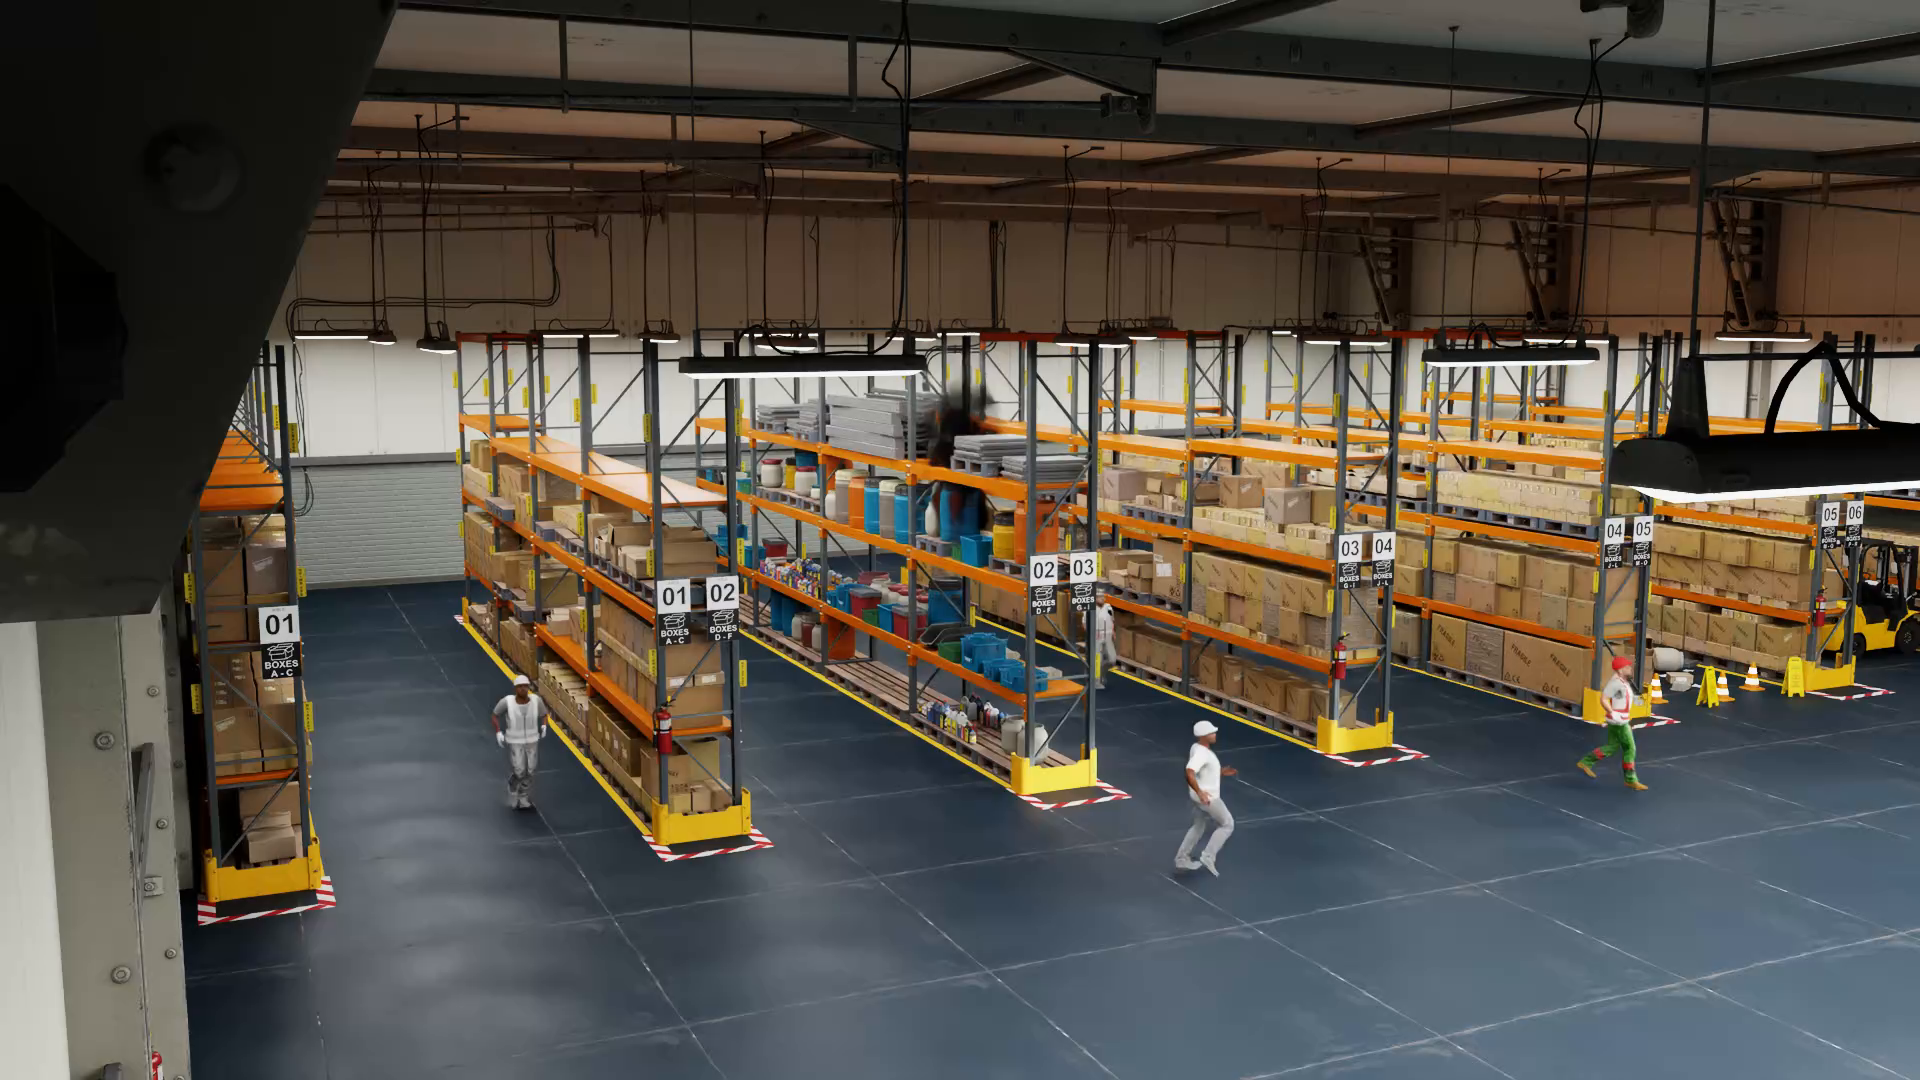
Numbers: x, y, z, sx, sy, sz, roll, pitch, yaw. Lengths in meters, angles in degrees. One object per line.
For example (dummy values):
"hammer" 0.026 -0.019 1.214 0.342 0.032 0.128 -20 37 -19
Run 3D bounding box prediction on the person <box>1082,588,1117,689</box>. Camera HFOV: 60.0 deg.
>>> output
"person" 2.405 1.677 28.137 0.638 1.737 0.559 -3 8 -22

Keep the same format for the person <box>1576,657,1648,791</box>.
"person" 8.804 2.442 22.352 0.922 1.795 0.619 3 8 18

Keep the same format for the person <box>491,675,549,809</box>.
"person" -5.577 2.596 21.291 0.685 1.744 0.604 -5 9 -31

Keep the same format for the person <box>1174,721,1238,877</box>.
"person" 2.804 2.928 18.857 0.715 1.782 0.670 -1 8 -5
